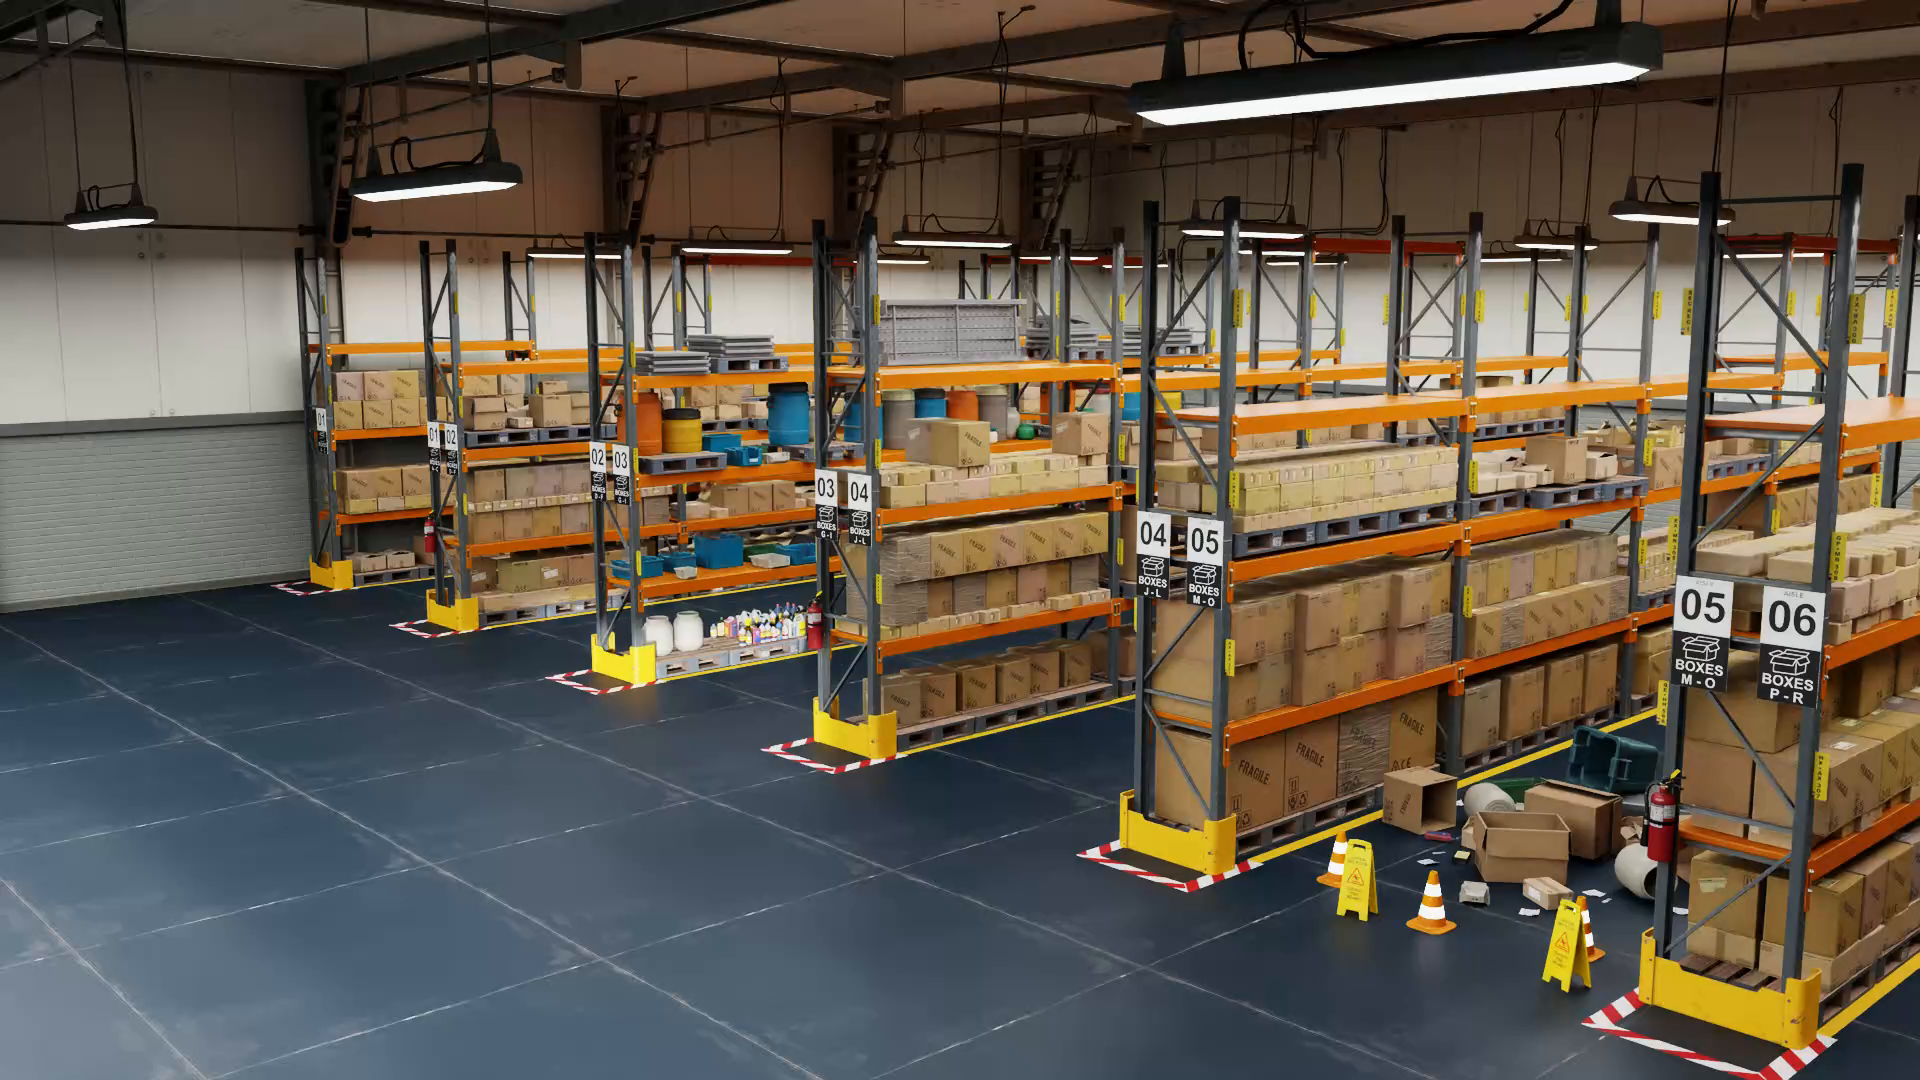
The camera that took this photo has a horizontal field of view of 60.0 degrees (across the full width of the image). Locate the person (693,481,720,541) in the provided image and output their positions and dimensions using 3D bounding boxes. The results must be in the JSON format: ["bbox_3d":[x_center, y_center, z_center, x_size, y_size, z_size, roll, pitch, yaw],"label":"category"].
[{"bbox_3d":[-4.942,-0.390,32.457,0.579,1.657,0.804,7,11,38],"label":"person"}]
